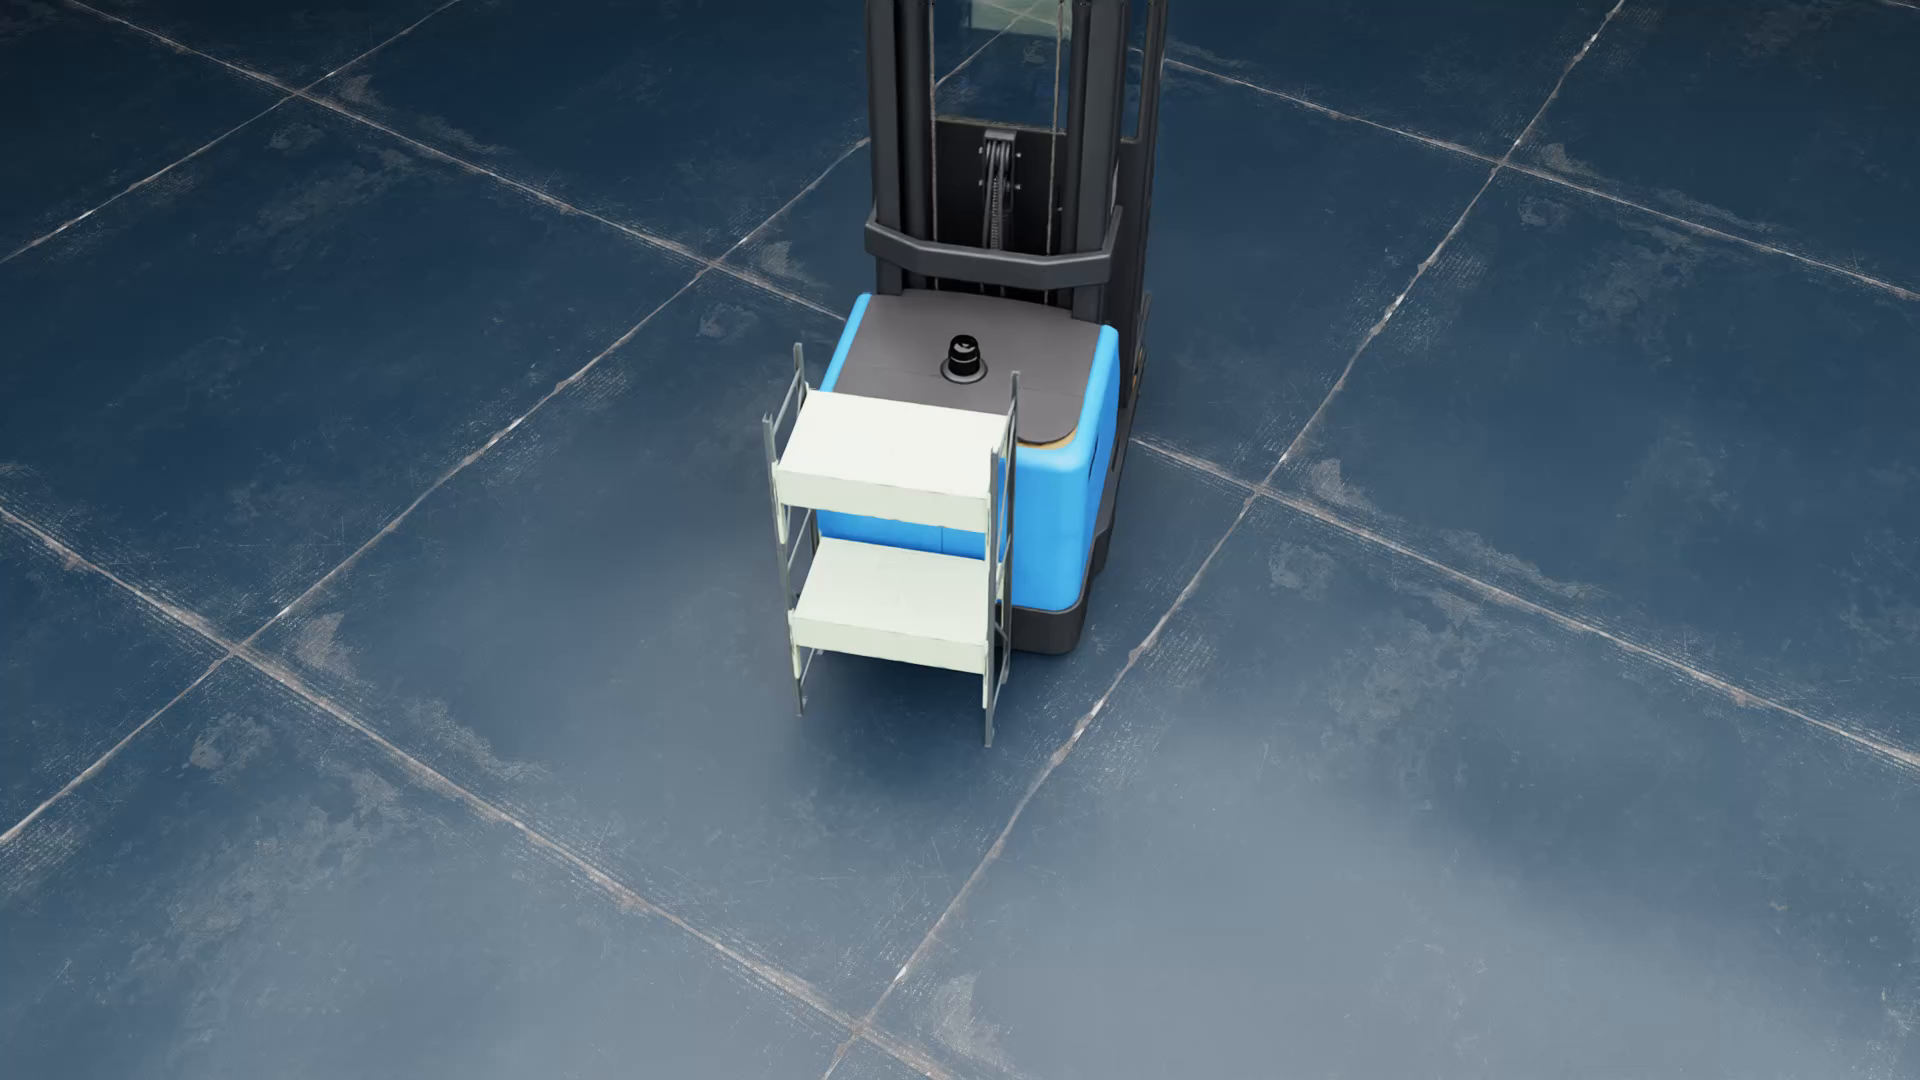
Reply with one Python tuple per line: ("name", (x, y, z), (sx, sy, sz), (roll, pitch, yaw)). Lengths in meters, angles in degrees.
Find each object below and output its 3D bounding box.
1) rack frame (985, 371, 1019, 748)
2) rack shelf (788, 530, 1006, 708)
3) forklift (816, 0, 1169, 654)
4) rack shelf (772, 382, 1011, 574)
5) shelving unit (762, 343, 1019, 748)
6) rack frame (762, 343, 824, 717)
("rack frame", (0.144, 0.113, 5.816), (0.023, 1.500, 0.400), (8, 46, 8))
("rack shelf", (-0.215, 0.288, 6.100), (0.720, 0.370, 0.431), (8, 46, 8))
("forklift", (0.247, -1.653, 6.535), (1.130, 2.935, 3.031), (9, 46, 8))
("rack shelf", (-0.215, -0.211, 5.587), (0.720, 0.370, 0.431), (8, 46, 8))
("shelving unit", (-0.215, 0.061, 5.867), (0.755, 1.500, 0.431), (8, 46, 8))
("rack frame", (-0.574, 0.009, 5.917), (0.023, 1.500, 0.400), (8, 46, 8))
